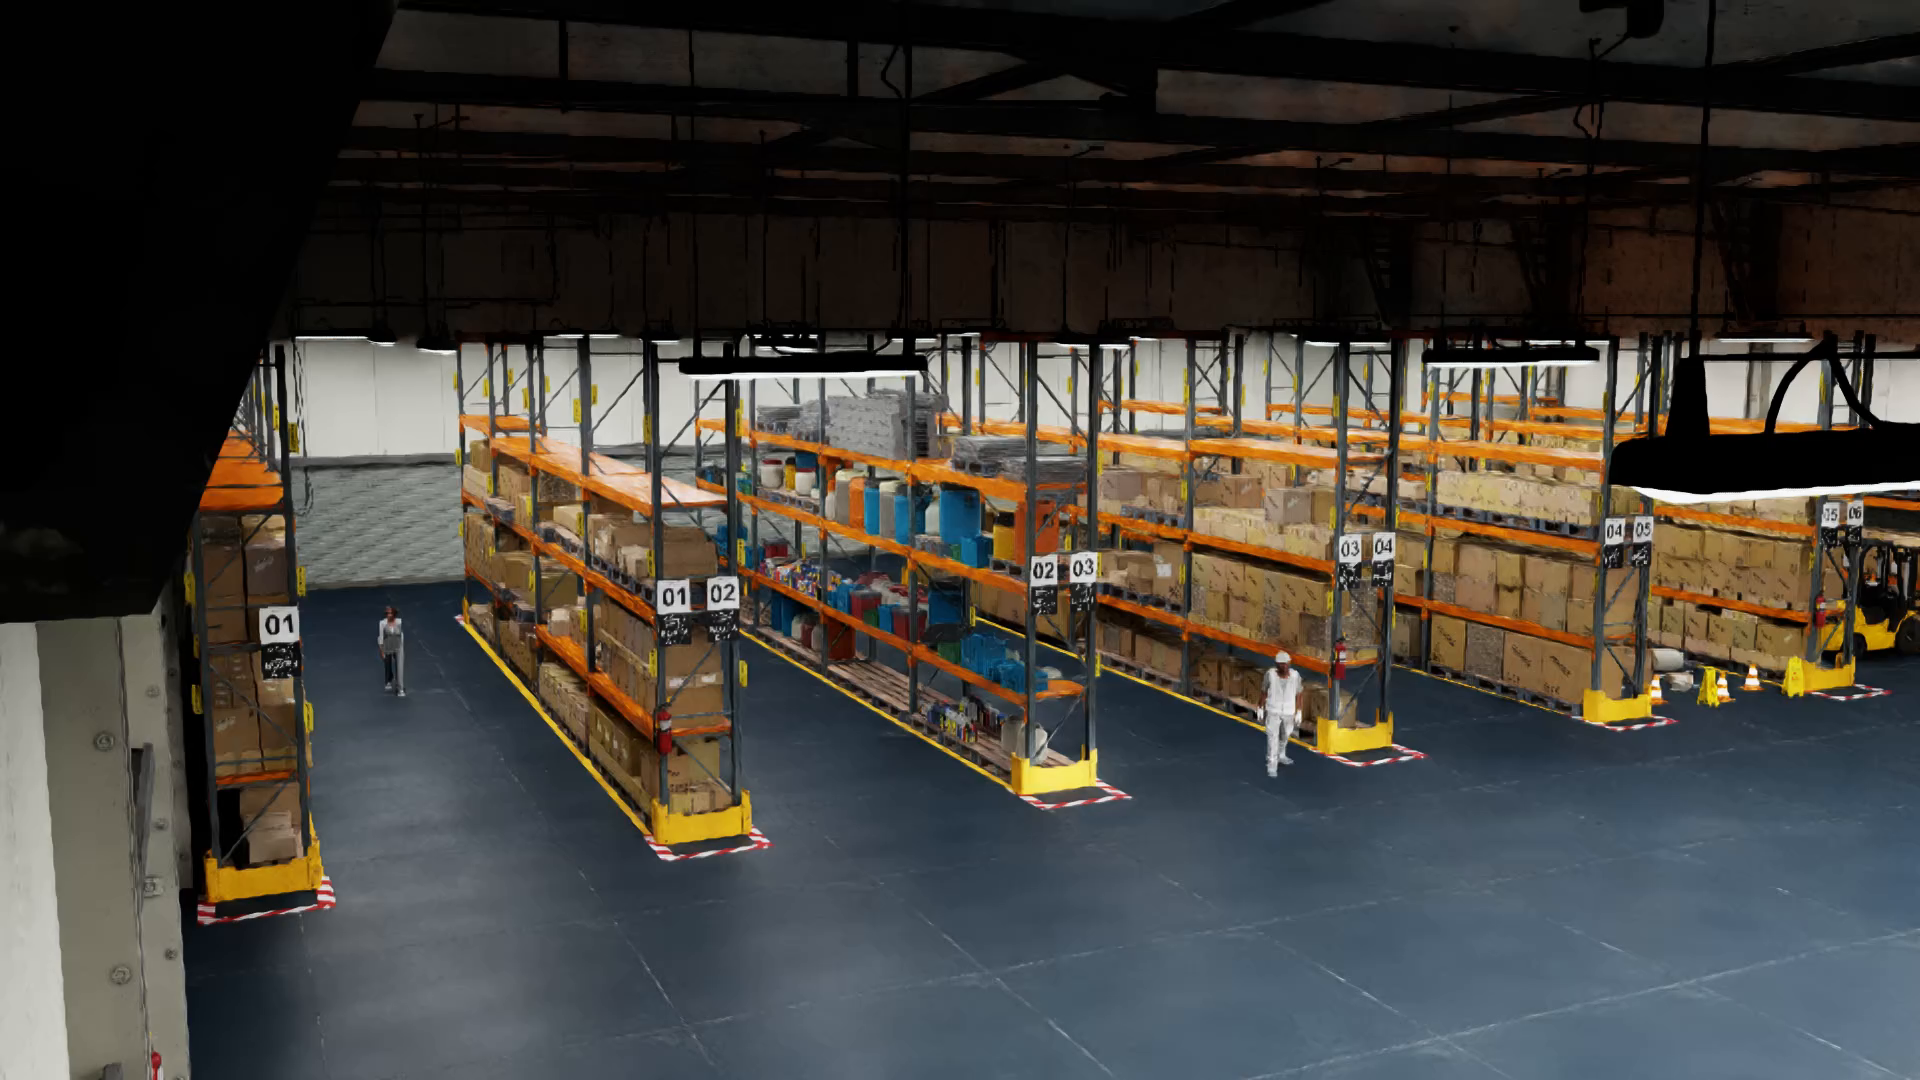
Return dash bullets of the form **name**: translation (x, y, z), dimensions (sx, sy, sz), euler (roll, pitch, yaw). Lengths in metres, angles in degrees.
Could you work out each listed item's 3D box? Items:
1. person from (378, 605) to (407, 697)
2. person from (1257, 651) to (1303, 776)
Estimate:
- **person**: translation (-9.503, 1.828, 27.798), dimensions (0.417, 1.517, 1.036), euler (-3, 8, -21)
- **person**: translation (4.455, 2.380, 23.093), dimensions (0.606, 1.741, 0.981), euler (0, 8, -2)
